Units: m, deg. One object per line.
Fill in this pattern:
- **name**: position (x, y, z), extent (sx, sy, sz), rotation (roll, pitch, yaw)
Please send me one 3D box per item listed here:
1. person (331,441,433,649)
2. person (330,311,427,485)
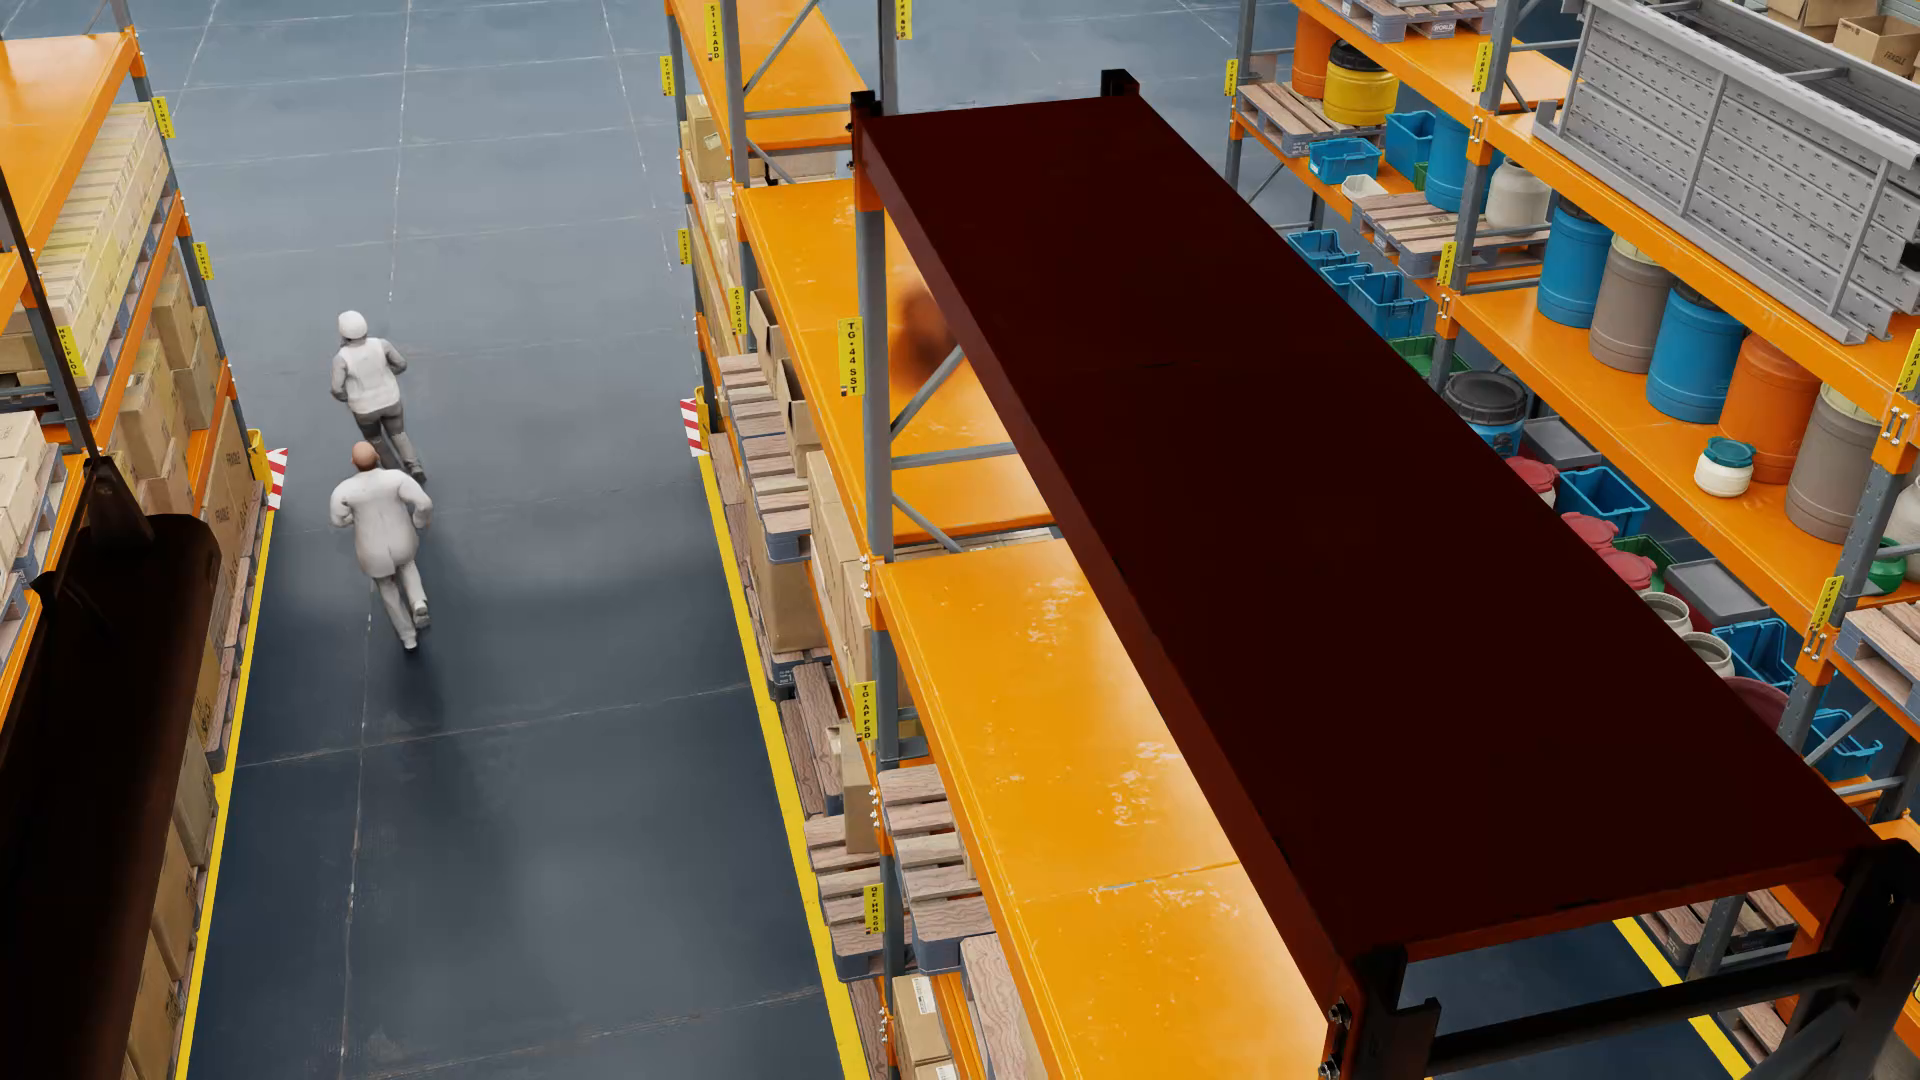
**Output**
- **person**: position (-4.348, -0.034, 12.589), extent (0.704, 1.734, 0.650), rotation (-17, 38, -23)
- **person**: position (-5.017, -1.154, 14.262), extent (0.683, 1.752, 0.723), rotation (-21, 40, -28)
